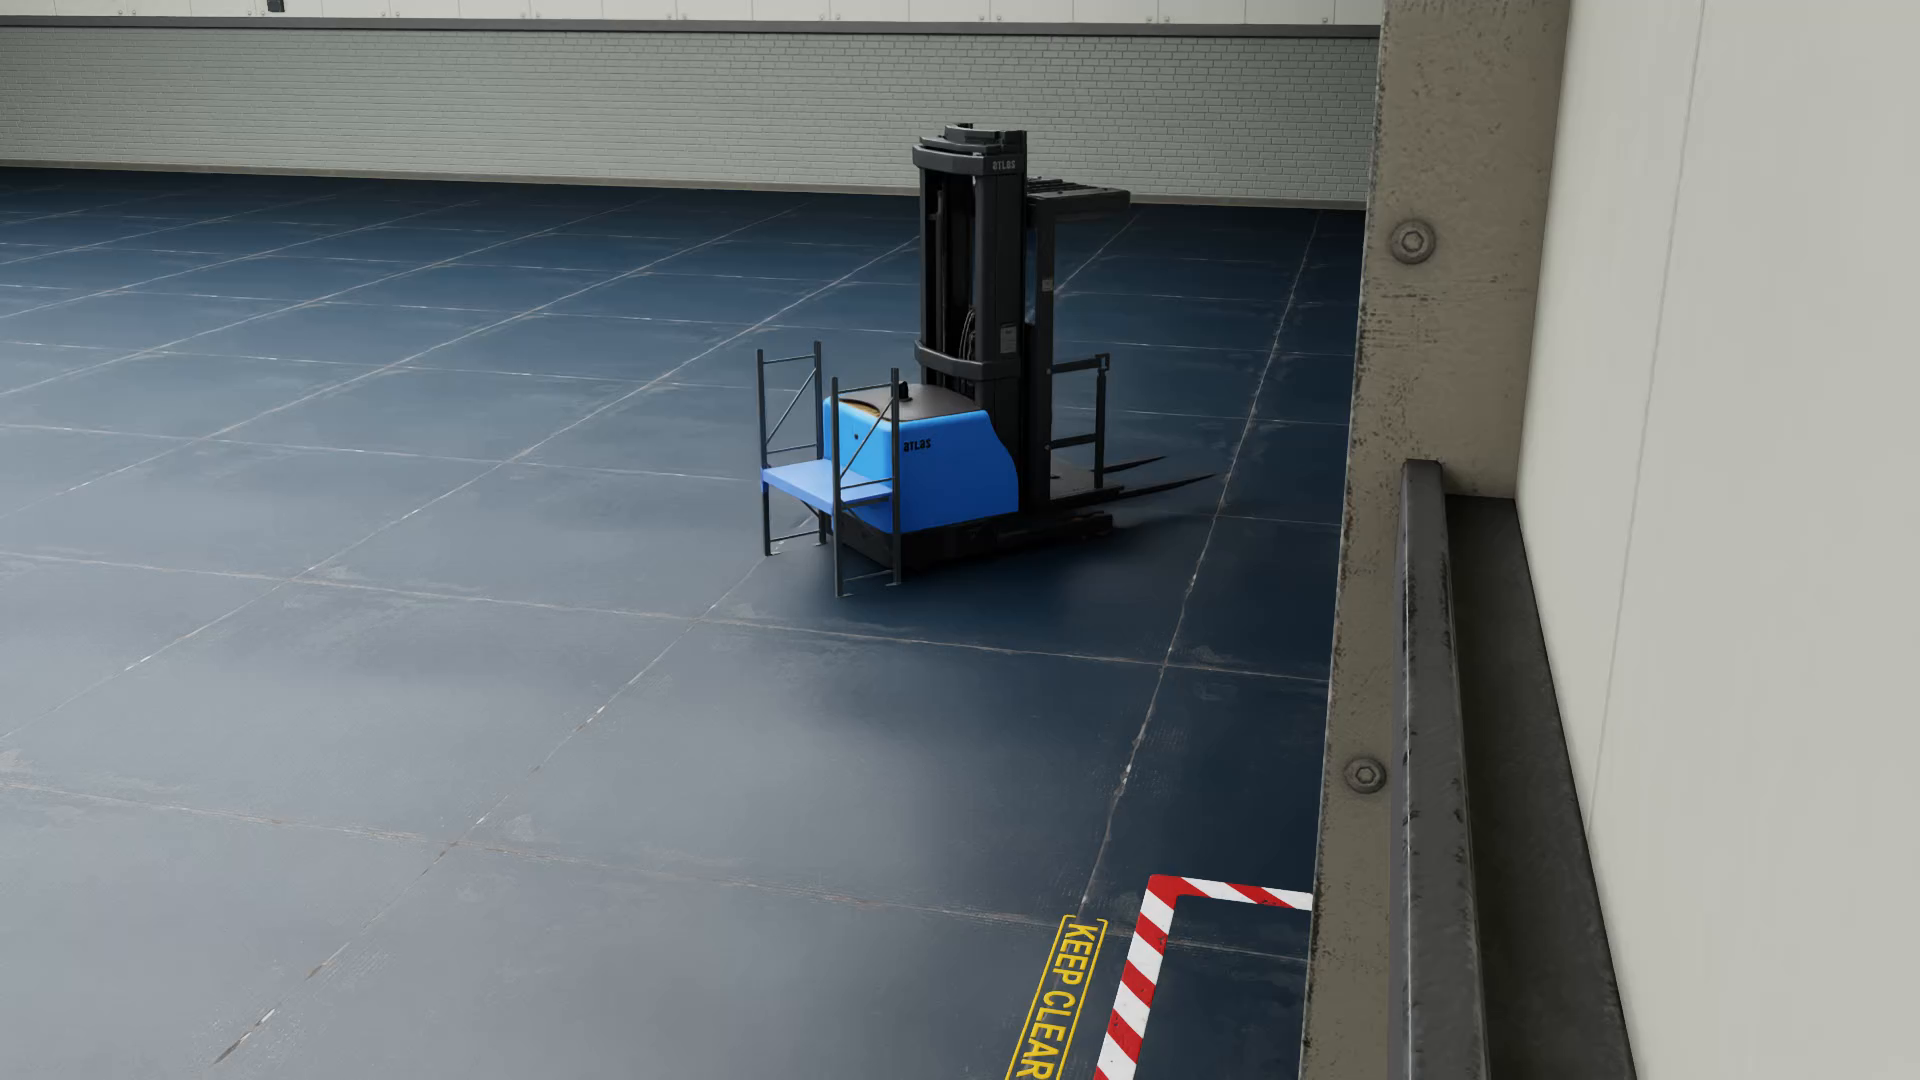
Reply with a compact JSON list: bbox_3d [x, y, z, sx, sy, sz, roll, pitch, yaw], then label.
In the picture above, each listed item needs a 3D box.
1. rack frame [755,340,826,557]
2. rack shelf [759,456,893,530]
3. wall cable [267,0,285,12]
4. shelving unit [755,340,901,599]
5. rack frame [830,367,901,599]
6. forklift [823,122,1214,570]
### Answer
[{"bbox_3d":[-1.187,-0.639,11.738,0.500,1.500,0.032,-12,22,-32],"label":"rack frame"},{"bbox_3d":[-0.901,-0.333,11.398,0.538,0.185,1.000,-12,22,-32],"label":"rack shelf"},{"bbox_3d":[-12.566,-13.216,31.698,2.305,6.003,0.169,5,19,13],"label":"wall cable"},{"bbox_3d":[-0.901,-0.503,11.340,0.538,1.500,1.048,-12,22,-32],"label":"shelving unit"},{"bbox_3d":[-0.615,-0.367,10.943,0.500,1.500,0.032,-12,22,-32],"label":"rack frame"},{"bbox_3d":[0.529,-1.518,12.097,3.031,2.935,1.130,-11,22,-30],"label":"forklift"}]
